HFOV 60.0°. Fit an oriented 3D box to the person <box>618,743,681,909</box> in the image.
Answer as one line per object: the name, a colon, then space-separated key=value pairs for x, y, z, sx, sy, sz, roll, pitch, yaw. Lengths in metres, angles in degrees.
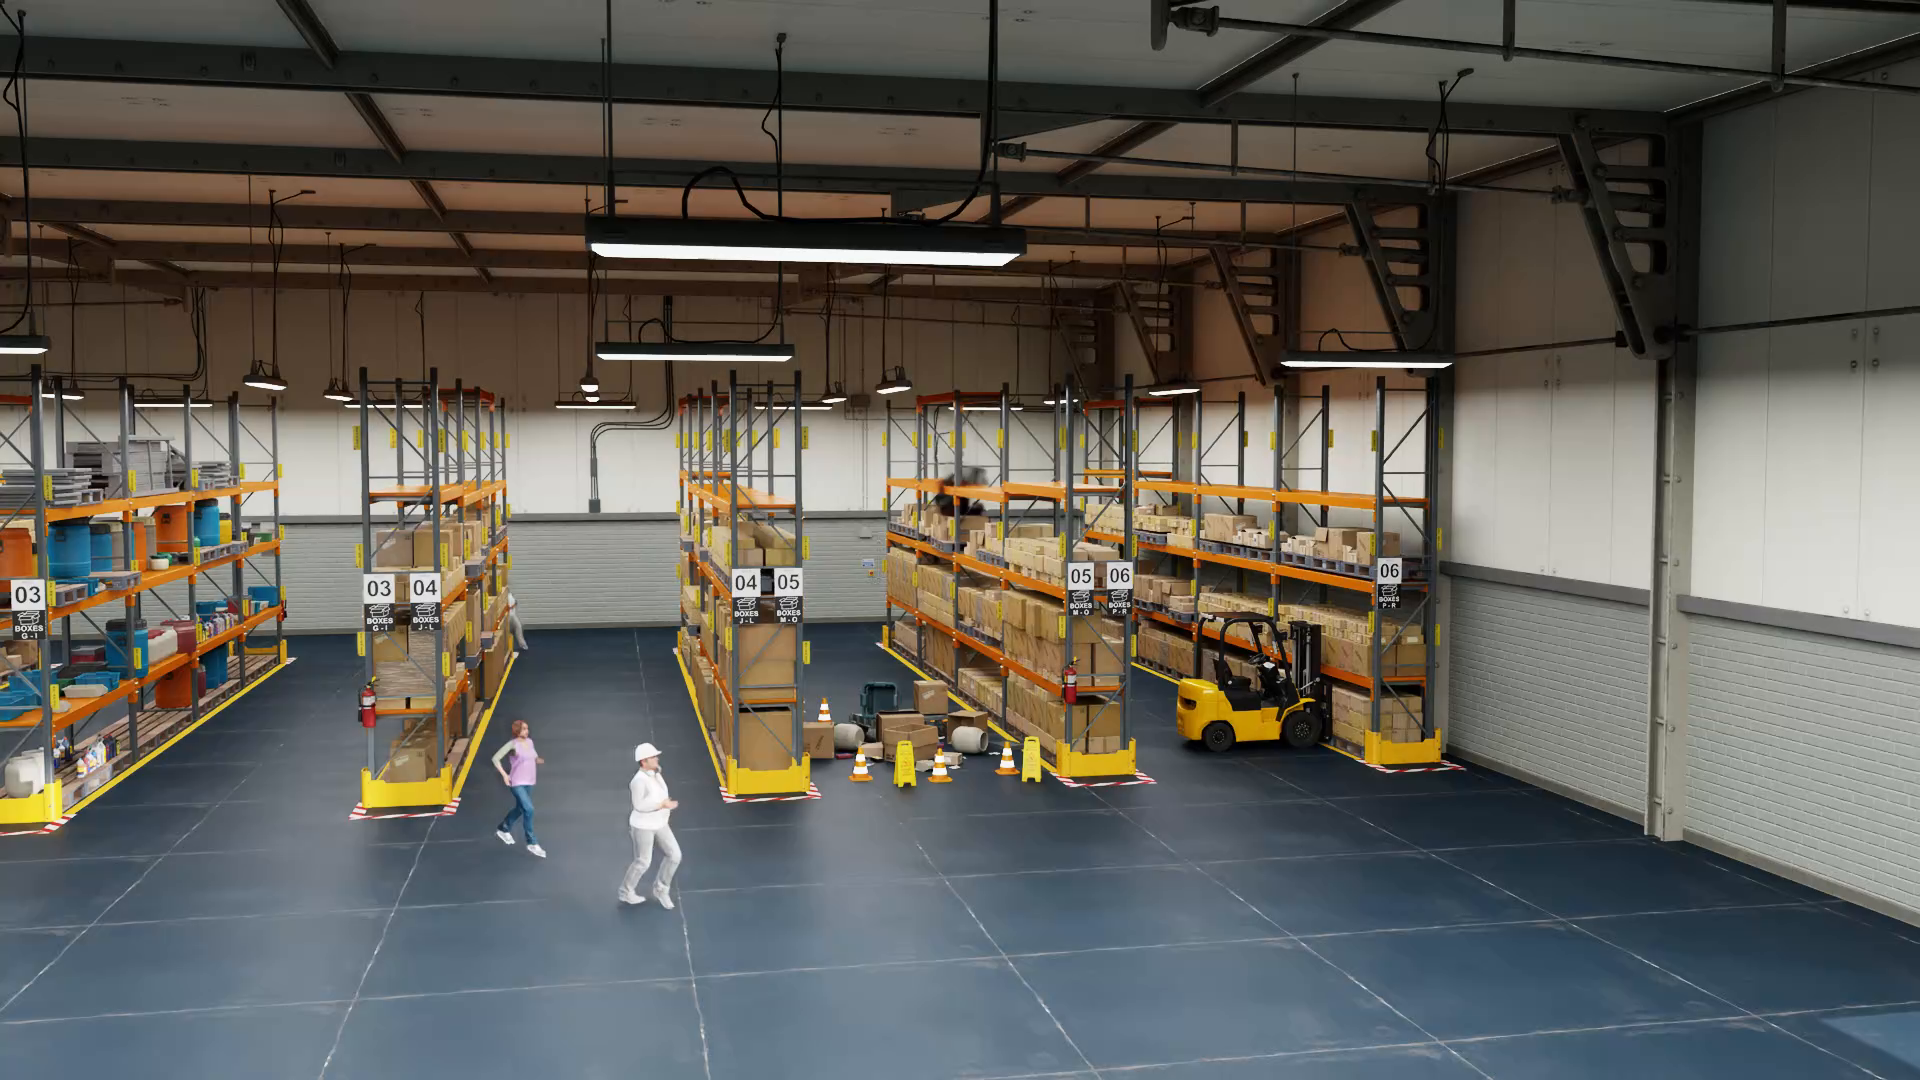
person: x=-3.302 y=3.073 z=17.737 sx=0.756 sy=1.820 sz=0.635 roll=1 pitch=4 yaw=20

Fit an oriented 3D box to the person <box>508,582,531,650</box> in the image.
person: x=-10.810 y=1.822 z=39.671 sx=0.940 sy=1.665 sz=0.632 roll=1 pitch=3 yaw=9

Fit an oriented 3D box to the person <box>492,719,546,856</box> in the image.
person: x=-5.334 y=2.984 z=20.173 sx=0.822 sy=1.615 sz=0.522 roll=2 pitch=4 yaw=25
